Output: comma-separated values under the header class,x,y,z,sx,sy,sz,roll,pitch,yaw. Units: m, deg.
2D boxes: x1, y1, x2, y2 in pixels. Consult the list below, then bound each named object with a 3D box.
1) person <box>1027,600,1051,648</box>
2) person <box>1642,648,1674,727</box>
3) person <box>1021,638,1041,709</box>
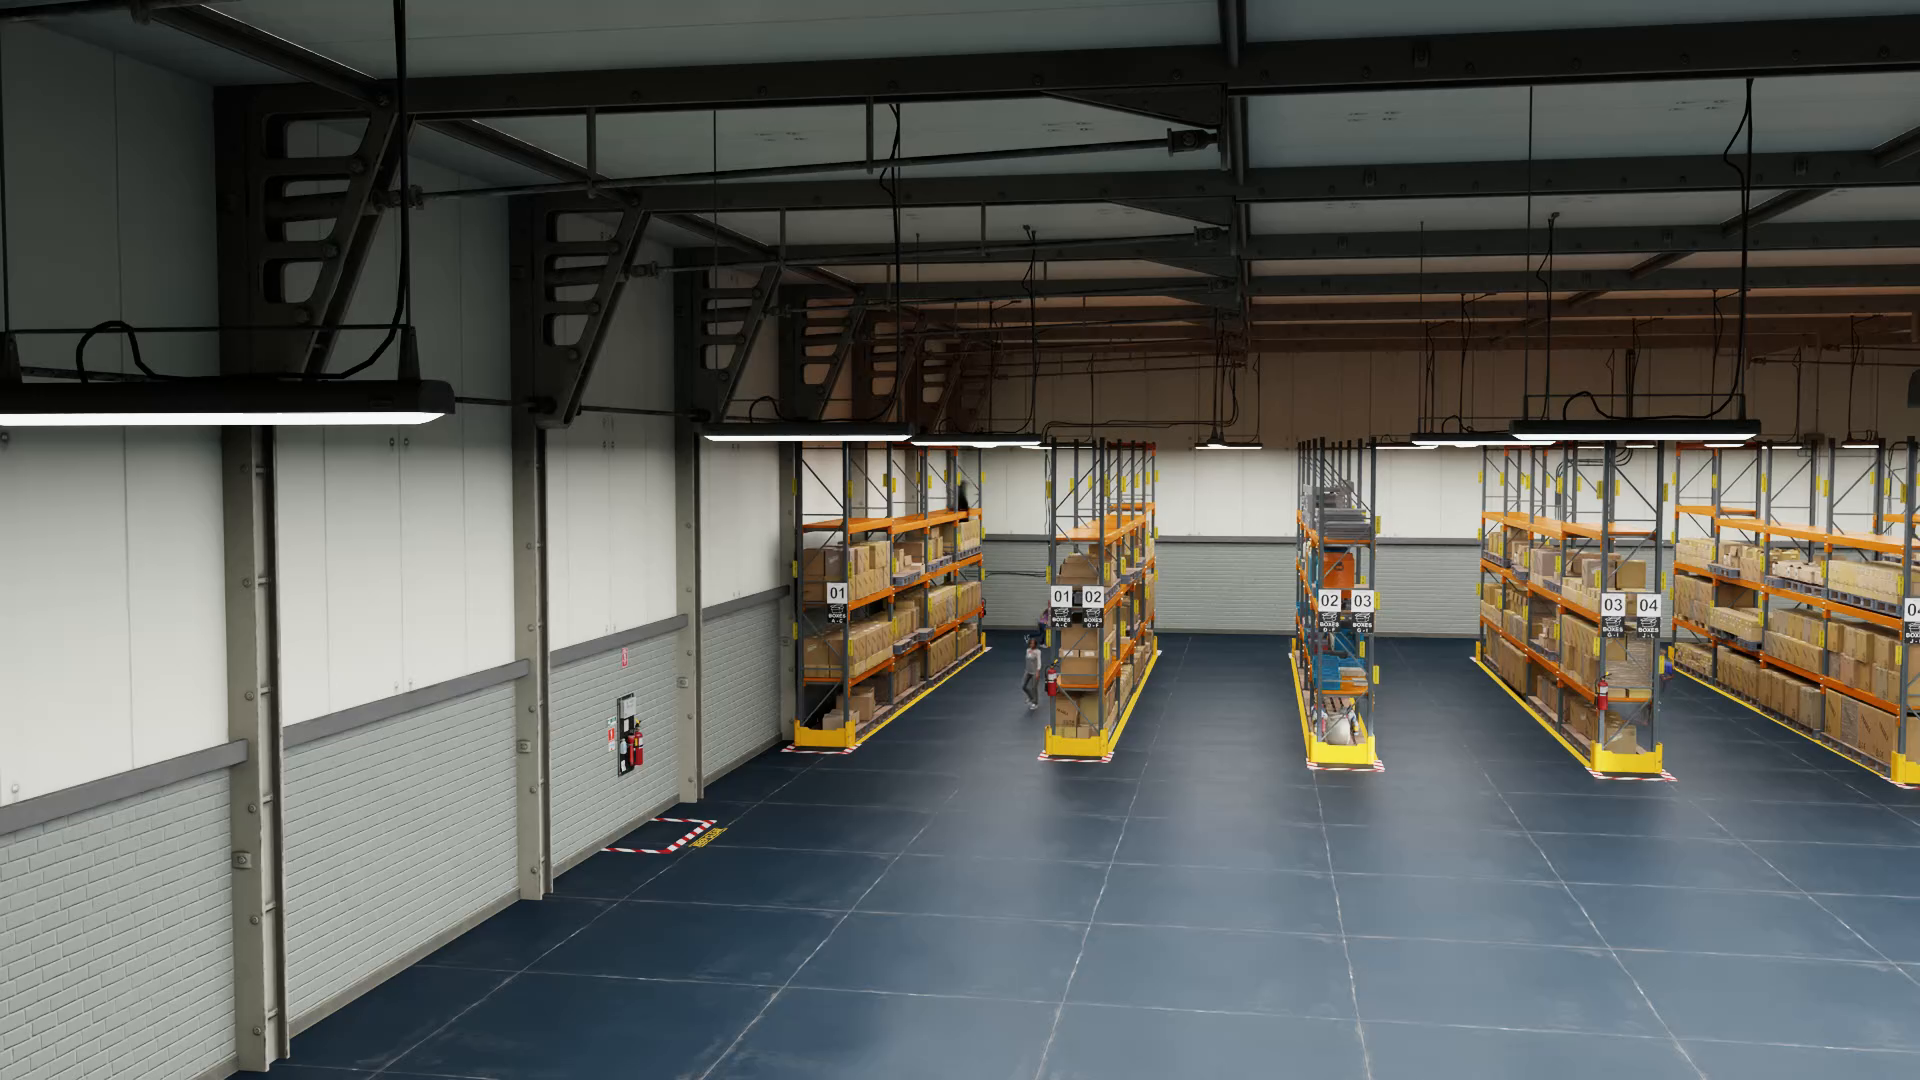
class,x,y,z,sx,sy,sz,roll,pitch,yaw
person,2.392,2.440,48.742,0.889,1.428,0.545,2,3,27
person,14.609,3.062,34.824,0.628,1.615,0.897,1,3,18
person,1.600,2.966,36.943,0.511,1.594,0.428,2,4,35
